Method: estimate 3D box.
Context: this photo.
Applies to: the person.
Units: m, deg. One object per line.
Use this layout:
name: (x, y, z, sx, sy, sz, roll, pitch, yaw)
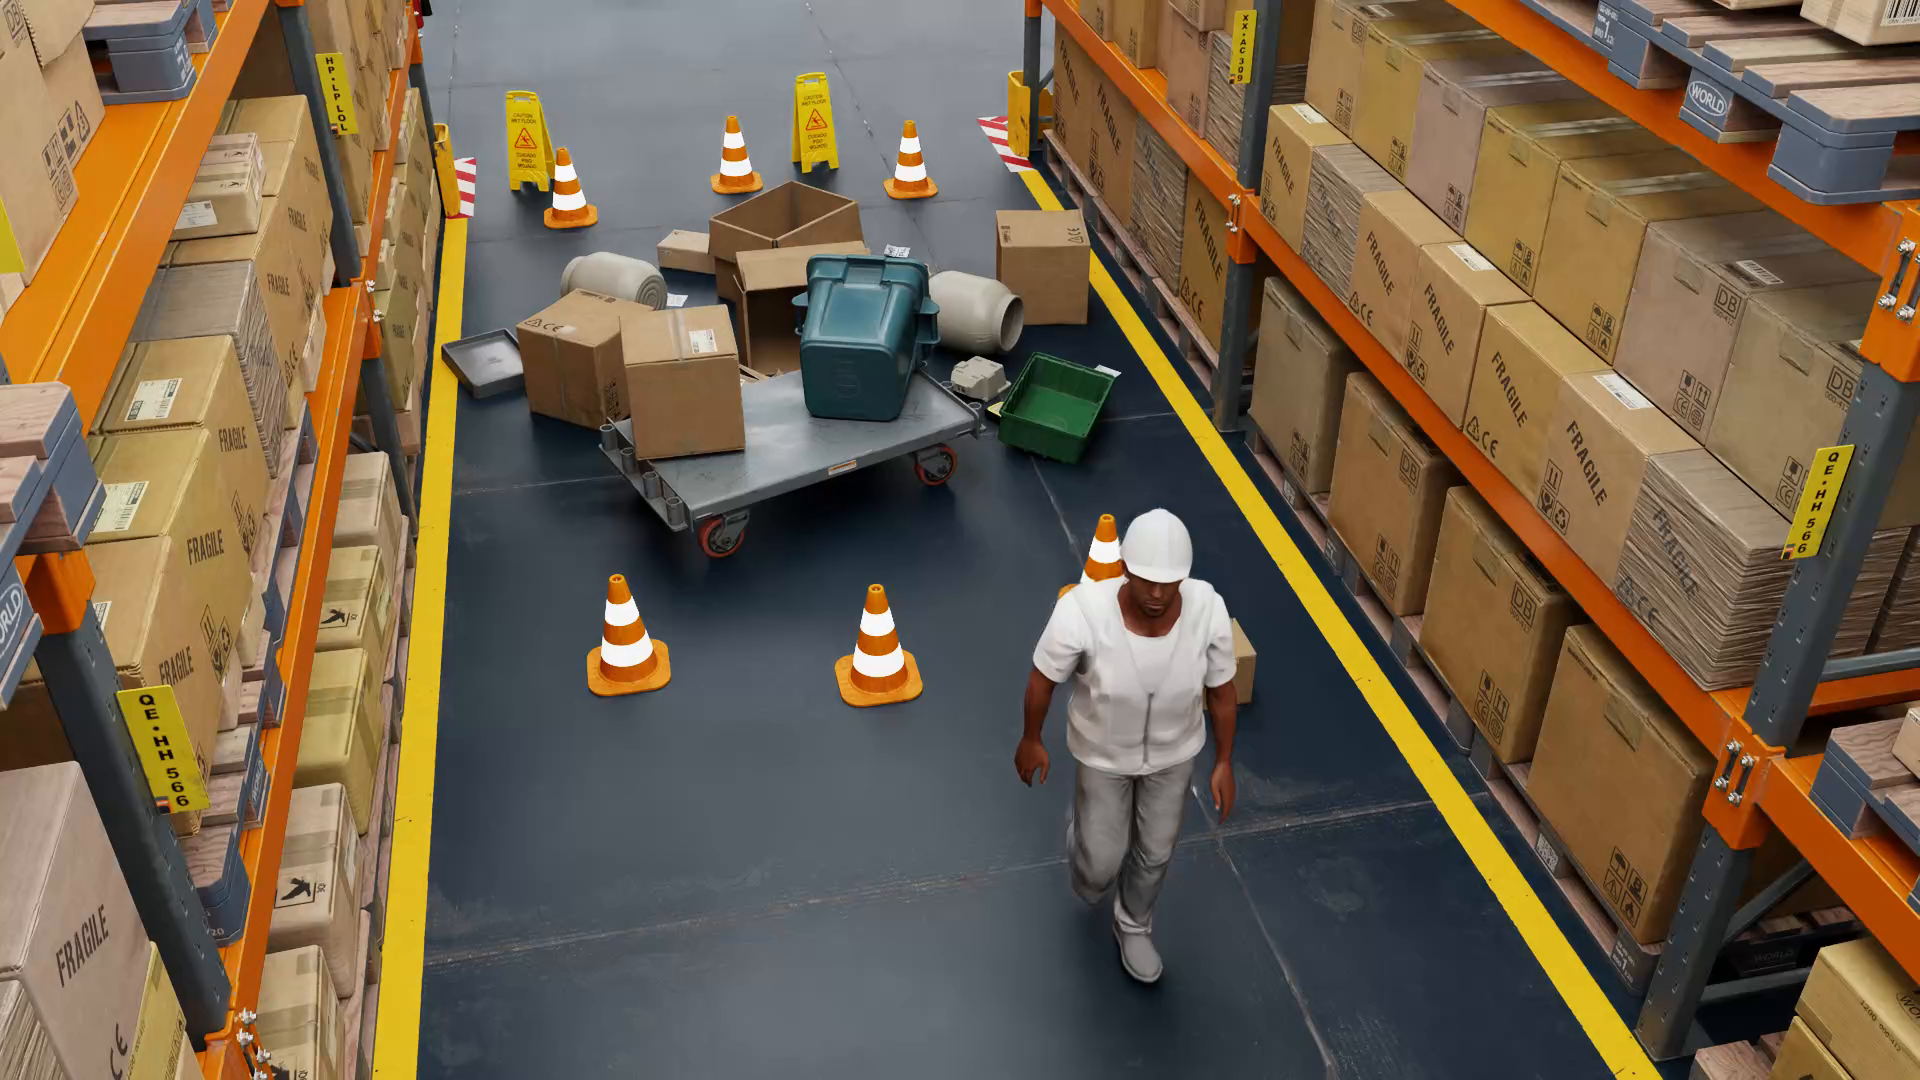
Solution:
person: (0.502, 0.620, 5.184, 0.657, 1.751, 0.555, -5, 34, -7)
